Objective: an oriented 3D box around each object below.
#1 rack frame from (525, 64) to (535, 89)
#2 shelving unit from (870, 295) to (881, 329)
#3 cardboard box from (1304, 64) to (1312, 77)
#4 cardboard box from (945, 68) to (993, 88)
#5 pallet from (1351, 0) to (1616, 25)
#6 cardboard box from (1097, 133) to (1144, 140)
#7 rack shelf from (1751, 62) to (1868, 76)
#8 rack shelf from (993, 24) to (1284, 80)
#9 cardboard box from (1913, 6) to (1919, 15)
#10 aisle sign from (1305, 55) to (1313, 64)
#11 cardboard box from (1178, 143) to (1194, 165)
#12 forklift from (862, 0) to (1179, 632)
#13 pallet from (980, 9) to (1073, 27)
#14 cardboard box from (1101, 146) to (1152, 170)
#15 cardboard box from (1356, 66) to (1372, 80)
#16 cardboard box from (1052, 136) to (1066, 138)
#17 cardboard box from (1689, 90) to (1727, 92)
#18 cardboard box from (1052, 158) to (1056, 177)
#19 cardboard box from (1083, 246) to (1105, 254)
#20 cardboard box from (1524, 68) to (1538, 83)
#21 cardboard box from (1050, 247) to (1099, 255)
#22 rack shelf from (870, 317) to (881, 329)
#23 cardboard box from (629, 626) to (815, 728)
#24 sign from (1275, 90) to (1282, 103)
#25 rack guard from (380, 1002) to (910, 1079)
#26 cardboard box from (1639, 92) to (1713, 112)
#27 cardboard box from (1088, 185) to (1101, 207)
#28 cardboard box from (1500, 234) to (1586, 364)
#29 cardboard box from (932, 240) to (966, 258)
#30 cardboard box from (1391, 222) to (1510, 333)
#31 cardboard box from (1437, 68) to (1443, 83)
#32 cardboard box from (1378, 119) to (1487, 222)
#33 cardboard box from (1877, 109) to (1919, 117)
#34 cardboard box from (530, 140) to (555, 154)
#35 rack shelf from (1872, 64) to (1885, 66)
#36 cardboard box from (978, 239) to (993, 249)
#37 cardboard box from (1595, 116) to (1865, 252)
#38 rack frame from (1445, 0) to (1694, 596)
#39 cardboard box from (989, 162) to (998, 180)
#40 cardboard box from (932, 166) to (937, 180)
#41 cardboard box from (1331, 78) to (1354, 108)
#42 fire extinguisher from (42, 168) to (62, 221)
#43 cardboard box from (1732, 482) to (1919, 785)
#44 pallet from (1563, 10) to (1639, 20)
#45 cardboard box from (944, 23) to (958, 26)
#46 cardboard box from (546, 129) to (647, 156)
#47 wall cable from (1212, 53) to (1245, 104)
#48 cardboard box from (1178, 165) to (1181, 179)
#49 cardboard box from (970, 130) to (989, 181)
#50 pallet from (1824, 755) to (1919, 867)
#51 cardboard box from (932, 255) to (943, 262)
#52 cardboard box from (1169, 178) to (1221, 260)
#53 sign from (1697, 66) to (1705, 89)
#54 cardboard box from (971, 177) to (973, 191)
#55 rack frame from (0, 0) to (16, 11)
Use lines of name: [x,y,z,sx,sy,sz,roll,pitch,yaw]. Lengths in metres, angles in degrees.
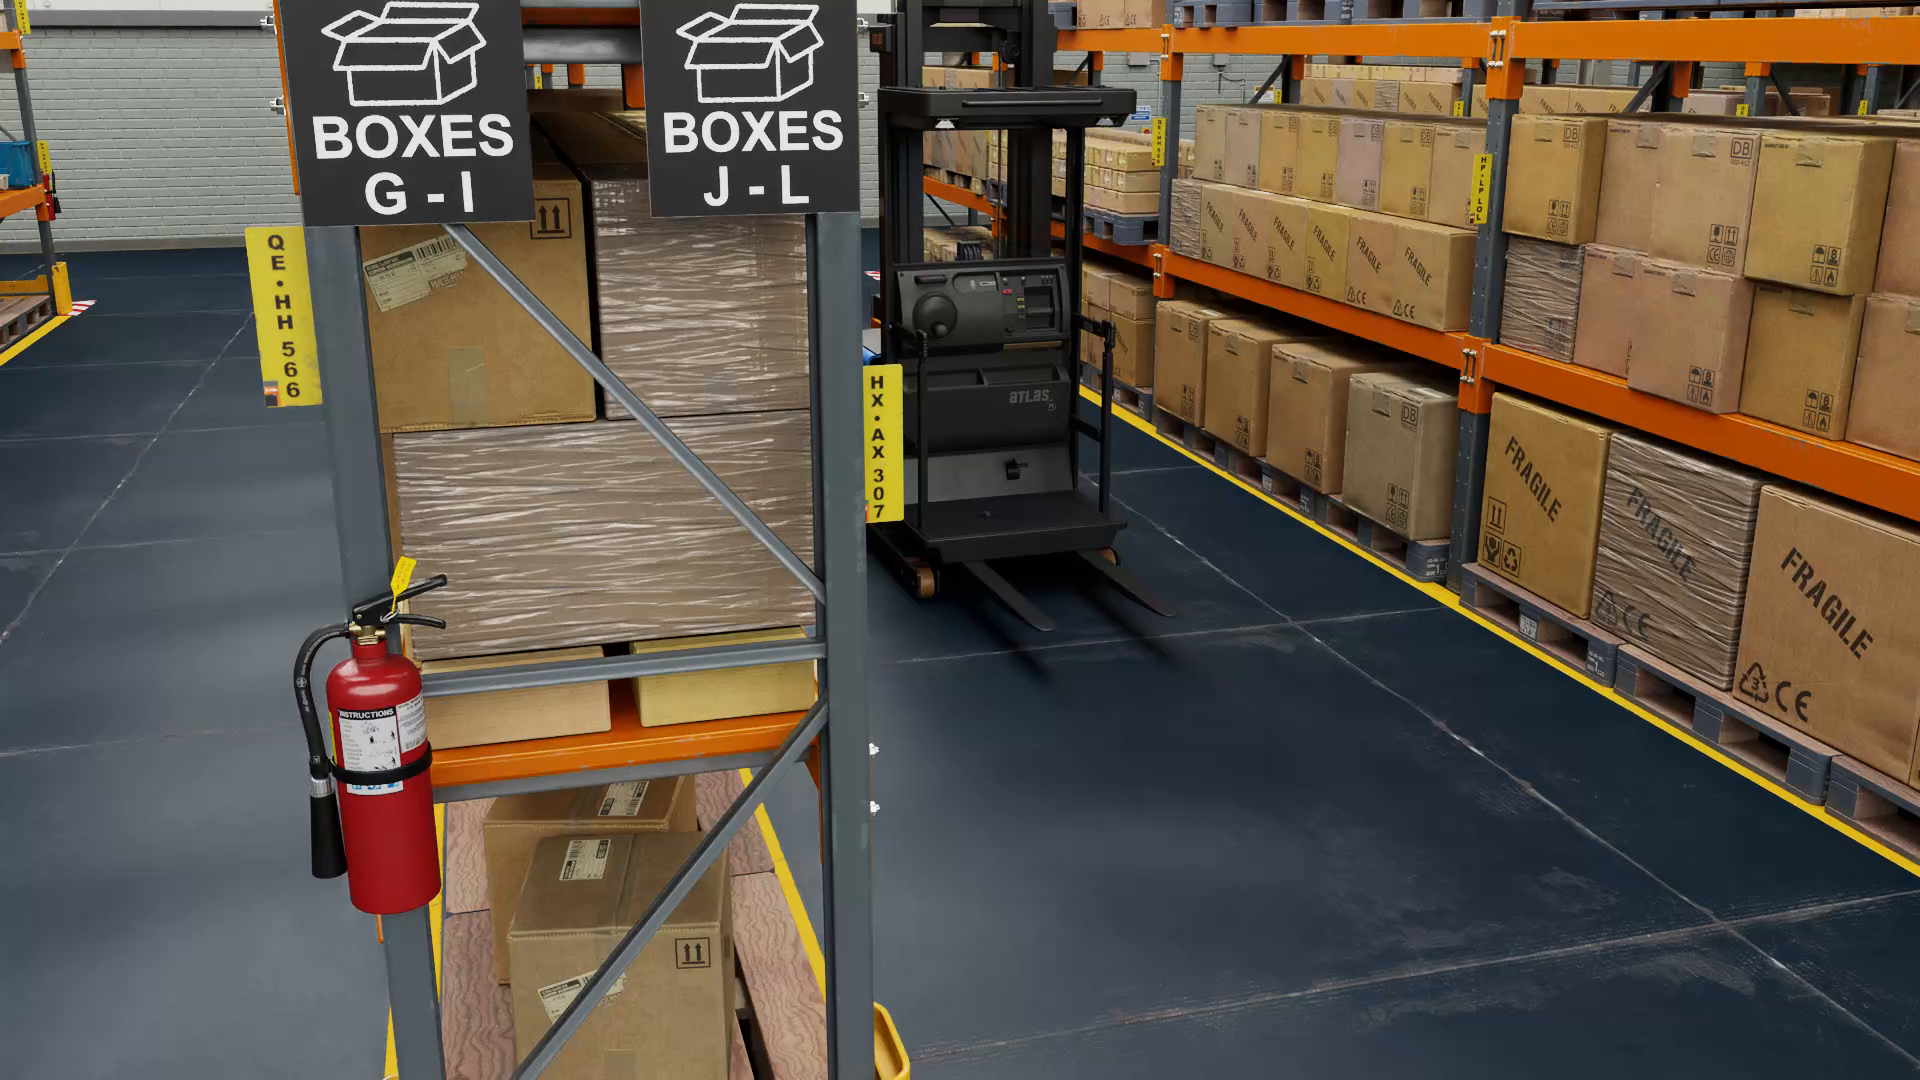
rack frame: [-5.084,-4.162,18.093,1.000,3.000,0.127,-5,17,-15]
shelving unit: [-0.364,-0.890,10.330,0.258,1.200,0.503,-5,18,-18]
cardboard box: [4.276,-5.663,20.050,0.380,0.149,0.250,-4,17,-14]
cardboard box: [0.149,-4.483,16.732,0.500,0.500,0.500,-4,17,-14]
pallet: [2.712,-2.801,8.683,0.805,0.209,1.217,-5,18,-17]
cardboard box: [1.391,-3.403,14.239,0.380,0.149,0.250,-5,18,-17]
rack shelf: [7.193,-3.271,11.165,1.077,0.370,4.000,-5,17,-15]
rack shelf: [1.362,-3.958,13.452,1.077,0.370,4.000,-5,17,-15]
cardboard box: [7.090,-3.799,11.491,0.797,0.503,0.637,-5,17,-15]
aisle sign: [4.146,-6.187,20.317,0.394,0.787,0.004,-5,17,-15]
cardboard box: [1.831,-2.964,12.779,0.380,0.149,0.250,-5,17,-16]
forklift: [0.198,-1.233,8.463,1.130,2.935,3.031,-5,18,-18]
pallet: [0.880,-4.587,14.621,1.213,0.211,1.003,-5,17,-15]
cardboard box: [1.269,-2.848,12.391,0.380,0.149,0.250,-5,17,-16]
cardboard box: [4.662,-5.230,18.611,0.380,0.149,0.250,-5,17,-17]
cardboard box: [0.835,-3.282,13.838,0.380,0.149,0.250,-4,17,-13]
cardboard box: [6.470,-3.696,14.630,0.500,0.500,0.500,-4,17,-14]
cardboard box: [0.910,-3.065,13.632,0.380,0.149,0.250,-5,17,-16]
cardboard box: [1.389,-2.453,14.717,0.500,0.250,0.500,-4,17,-13]
cardboard box: [5.707,-4.784,17.125,0.380,0.149,0.250,-5,17,-16]
cardboard box: [0.910,-2.410,14.574,0.500,0.250,0.500,-4,17,-14]
rack shelf: [-0.364,-1.266,10.217,0.258,0.148,0.480,-5,18,-18]
cardboard box: [-0.536,0.287,3.721,0.380,0.149,0.250,-5,17,-15]
sign: [3.910,-5.356,20.425,0.100,0.325,0.005,-5,17,-15]
rack guard: [-0.707,1.440,3.789,1.175,0.500,0.348,-5,17,-15]
cardboard box: [6.101,-3.523,14.054,0.500,0.500,0.500,-4,17,-14]
cardboard box: [1.196,-2.634,12.714,0.380,0.149,0.250,-4,17,-14]
cardboard box: [3.124,-1.177,7.897,0.875,0.550,0.550,-5,17,-15]
cardboard box: [-0.089,-3.112,17.791,0.380,0.149,0.250,-4,17,-14]
cardboard box: [2.610,-1.378,8.651,0.500,0.500,0.500,-5,17,-16]
cardboard box: [5.185,-4.818,17.238,0.380,0.149,0.250,-4,17,-14]
cardboard box: [2.726,-2.012,9.026,0.700,0.500,0.500,-5,17,-16]
cardboard box: [10.233,-4.330,17.749,0.700,0.500,0.500,-4,17,-14]
cardboard box: [-1.353,-0.814,4.520,0.500,0.500,0.500,-5,17,-15]
rack shelf: [10.865,-4.771,16.158,1.077,0.370,4.000,-5,17,-15]
cardboard box: [0.413,-3.156,17.938,0.380,0.149,0.250,-5,18,-17]
cardboard box: [3.342,-1.548,7.254,0.875,0.550,0.550,-5,17,-15]
rack frame: [3.011,-1.207,8.255,1.000,3.000,0.127,-5,17,-15]
cardboard box: [0.478,-3.355,15.114,0.380,0.149,0.250,-6,18,-18]
cardboard box: [-0.086,-3.936,17.778,0.380,0.149,0.250,-5,17,-16]
cardboard box: [4.600,-5.033,19.080,0.500,0.500,0.500,-5,17,-16]
fire extinguisher: [-9.450,-3.632,17.113,0.296,0.674,0.183,-5,17,-15]
cardboard box: [3.616,0.291,6.234,0.875,0.875,0.875,-5,17,-16]
pallet: [5.843,-4.934,15.783,0.805,0.209,1.217,-5,18,-17]
cardboard box: [0.152,-5.178,16.523,0.500,0.250,0.500,-5,17,-16]
cardboard box: [-0.988,-0.994,5.118,0.500,0.500,0.500,-5,17,-15]
wall cable: [4.233,-7.105,26.125,0.588,1.984,0.122,-5,17,-15]
cardboard box: [1.819,-2.834,12.864,0.380,0.149,0.250,-5,18,-17]
cardboard box: [0.408,-3.721,15.936,0.500,0.500,0.500,-5,17,-15]
pallet: [3.815,1.020,5.689,1.003,0.211,1.213,-5,17,-15]
cardboard box: [-0.086,-3.053,18.109,0.380,0.149,0.250,-6,18,-18]
cardboard box: [1.775,-2.216,11.440,0.500,0.500,0.500,-5,17,-15]
sign: [9.755,-6.083,21.927,0.100,0.325,0.005,-5,17,-15]
cardboard box: [0.317,-3.501,16.330,0.380,0.149,0.250,-4,17,-13]
rack frame: [-9.846,-6.643,15.926,1.000,3.000,0.127,-5,17,-15]
